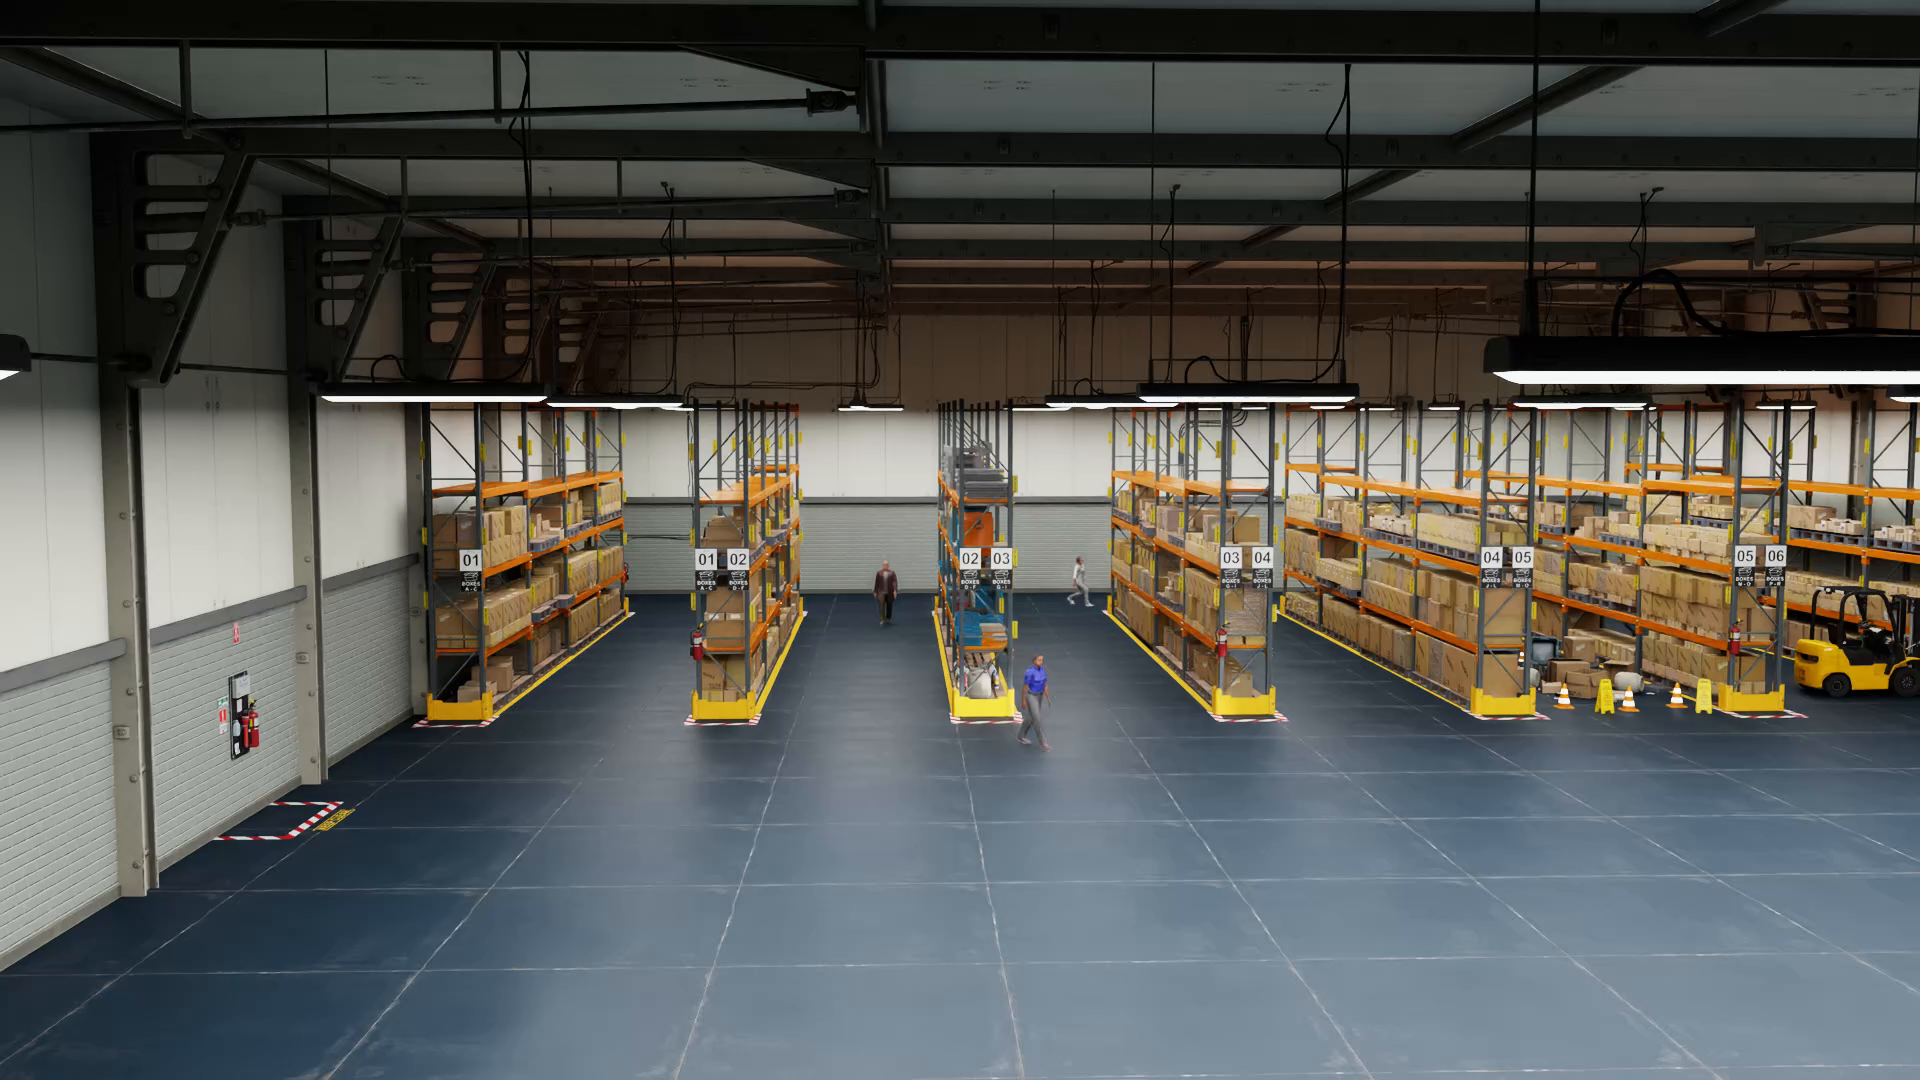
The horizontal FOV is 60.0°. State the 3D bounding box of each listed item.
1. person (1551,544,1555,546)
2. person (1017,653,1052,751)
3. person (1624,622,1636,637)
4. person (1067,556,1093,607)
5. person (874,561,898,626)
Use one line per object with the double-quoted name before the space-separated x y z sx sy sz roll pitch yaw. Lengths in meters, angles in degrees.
"person" 18.094 1.000 50.721 0.964 1.742 0.540 -1 4 -8
"person" 1.310 2.737 28.479 0.899 1.597 0.499 3 5 36
"person" 16.757 1.807 41.246 0.470 1.567 0.518 -2 5 -22
"person" 3.570 1.220 49.422 0.906 1.478 0.406 3 5 33
"person" -2.015 1.422 44.970 0.662 1.711 1.129 0 4 1
